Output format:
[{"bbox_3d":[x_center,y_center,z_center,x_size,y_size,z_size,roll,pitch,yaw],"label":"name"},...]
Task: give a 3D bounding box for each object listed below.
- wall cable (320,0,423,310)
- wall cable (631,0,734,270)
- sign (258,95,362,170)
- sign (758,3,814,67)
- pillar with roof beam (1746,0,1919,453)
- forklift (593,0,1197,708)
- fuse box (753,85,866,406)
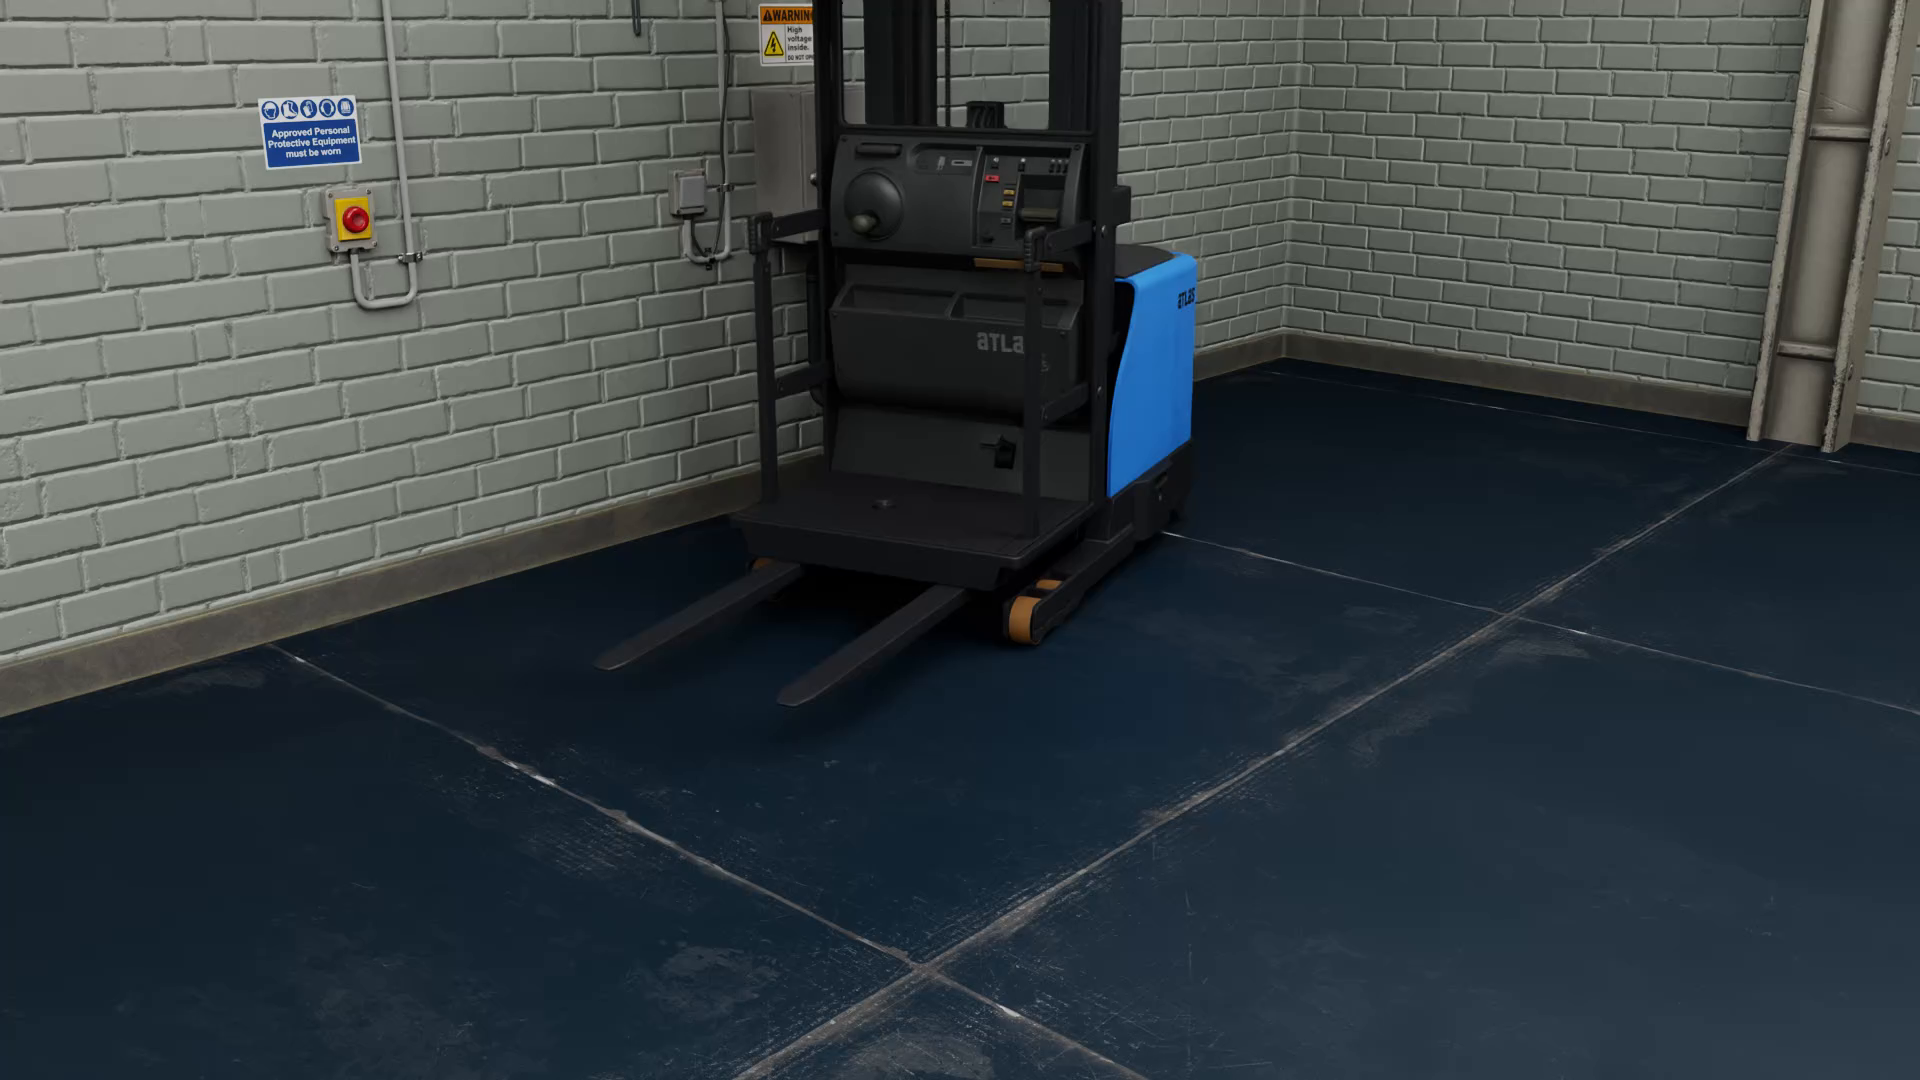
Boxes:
[{"bbox_3d":[-1.999,-1.675,5.201,0.123,1.953,0.585,15,23,39],"label":"wall cable"},{"bbox_3d":[-1.066,-1.984,6.224,0.122,1.984,0.588,15,23,39],"label":"wall cable"},{"bbox_3d":[-2.076,-1.306,5.323,0.001,0.218,0.327,15,23,39],"label":"sign"},{"bbox_3d":[-0.687,-2.045,6.731,0.001,0.242,0.339,15,23,39],"label":"sign"},{"bbox_3d":[1.250,-3.804,3.721,0.400,9.000,9.100,15,23,39],"label":"pillar with roof beam"},{"bbox_3d":[-0.106,-1.196,5.535,1.130,2.935,3.031,8,19,24],"label":"forklift"},{"bbox_3d":[-0.495,-1.008,6.959,0.414,1.711,0.539,15,23,39],"label":"fuse box"}]
